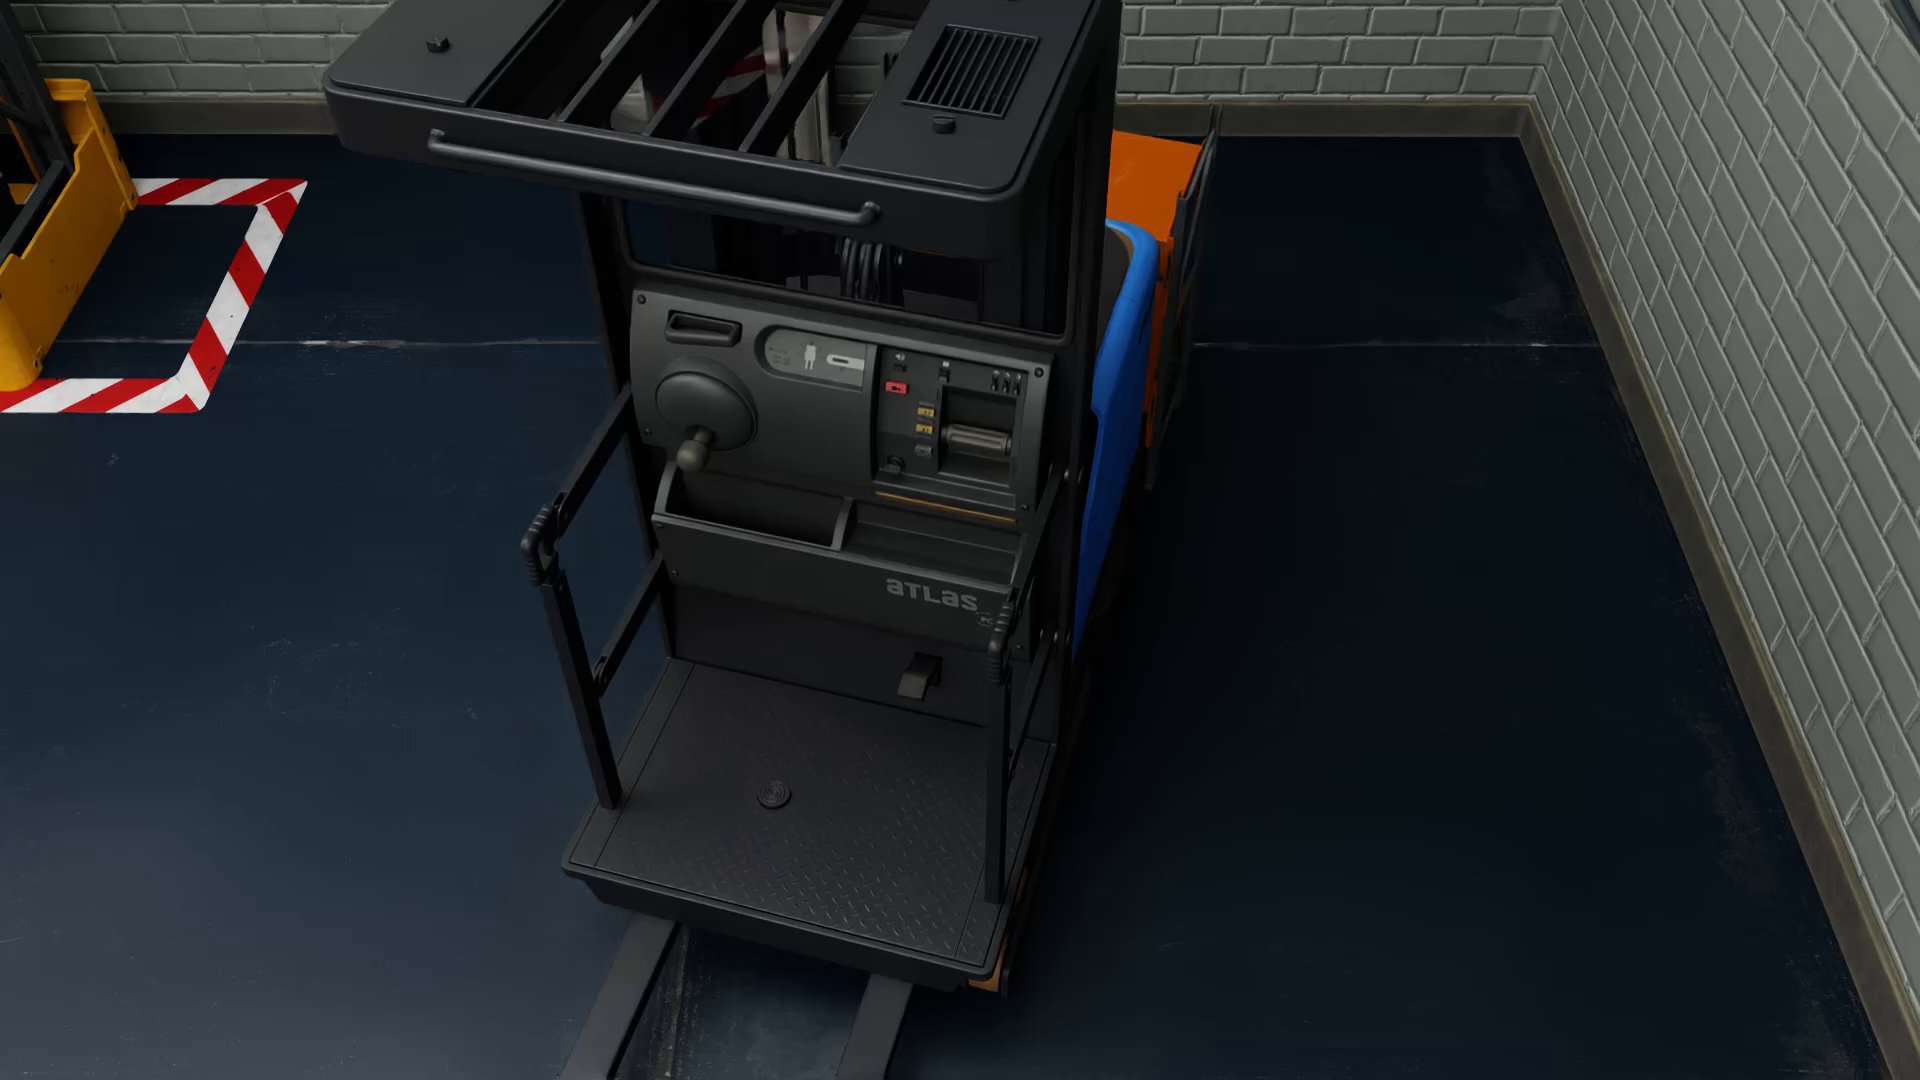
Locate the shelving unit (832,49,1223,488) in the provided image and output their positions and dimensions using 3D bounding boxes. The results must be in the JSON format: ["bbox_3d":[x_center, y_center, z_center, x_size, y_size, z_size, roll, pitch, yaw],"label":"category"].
[{"bbox_3d":[0.203,-0.842,5.265,1.048,1.125,0.538,13,48,12],"label":"shelving unit"}]

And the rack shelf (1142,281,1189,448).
[{"bbox_3d":[0.203,-0.675,5.444,1.000,0.278,0.538,13,48,12],"label":"rack shelf"}]

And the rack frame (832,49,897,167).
[{"bbox_3d":[-0.282,-0.953,5.368,0.032,1.125,0.500,13,48,12],"label":"rack frame"}]

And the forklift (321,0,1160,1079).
[{"bbox_3d":[-0.324,-0.193,3.427,1.130,2.935,3.031,12,48,11],"label":"forklift"}]

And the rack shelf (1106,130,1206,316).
[{"bbox_3d":[0.203,-1.041,5.051,1.000,0.278,0.538,13,48,12],"label":"rack shelf"}]

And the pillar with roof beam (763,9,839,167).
[{"bbox_3d":[-0.711,-1.480,0.480,0.400,9.000,9.100,0,47,0],"label":"pillar with roof beam"}]

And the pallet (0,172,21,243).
[{"bbox_3d":[-4.198,-0.956,5.996,1.213,0.211,1.003,0,47,0],"label":"pallet"}]

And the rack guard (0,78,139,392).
[{"bbox_3d":[-3.374,-1.110,5.941,0.348,0.500,1.175,0,47,0],"label":"rack guard"}]

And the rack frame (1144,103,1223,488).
[{"bbox_3d":[0.688,-0.730,5.161,0.032,1.125,0.500,13,48,12],"label":"rack frame"}]

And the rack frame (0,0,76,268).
[{"bbox_3d":[-3.398,-1.962,5.027,0.127,3.000,1.000,0,47,0],"label":"rack frame"}]
